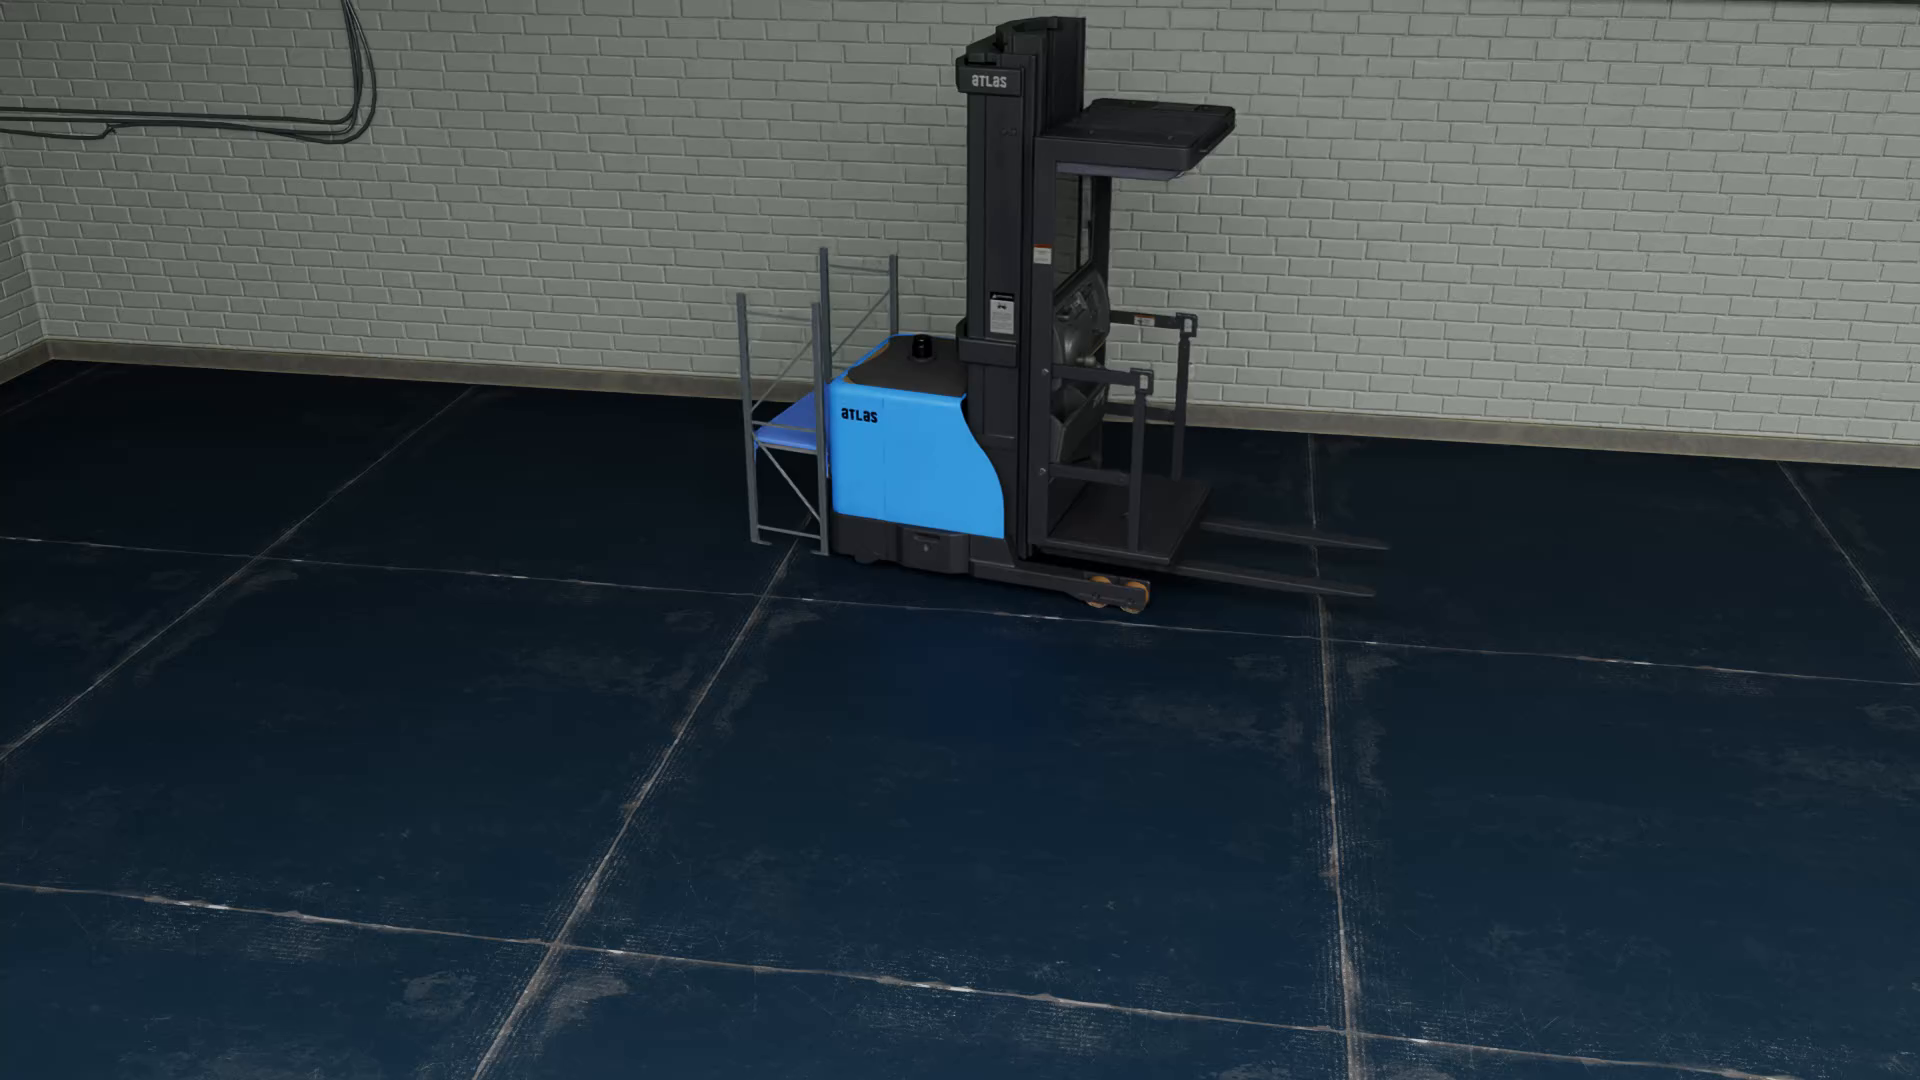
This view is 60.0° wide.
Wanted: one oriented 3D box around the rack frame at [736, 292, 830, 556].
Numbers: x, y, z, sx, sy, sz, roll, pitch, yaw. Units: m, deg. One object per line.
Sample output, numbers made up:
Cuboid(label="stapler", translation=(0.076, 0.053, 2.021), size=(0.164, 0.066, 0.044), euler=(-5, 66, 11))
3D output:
Cuboid(label="rack frame", translation=(-0.986, -0.633, 9.332), size=(0.500, 1.500, 0.032), euler=(10, 27, 20))

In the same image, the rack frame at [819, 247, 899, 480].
Cuboid(label="rack frame", translation=(-0.604, -1.032, 10.186), size=(0.500, 1.500, 0.032), euler=(10, 27, 20))

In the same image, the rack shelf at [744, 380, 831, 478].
Cuboid(label="rack shelf", translation=(-0.795, -0.669, 9.835), size=(0.538, 0.185, 1.000), euler=(10, 27, 20))

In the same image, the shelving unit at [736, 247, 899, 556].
Cuboid(label="shelving unit", translation=(-0.795, -0.832, 9.759), size=(0.538, 1.500, 1.048), euler=(10, 27, 20))

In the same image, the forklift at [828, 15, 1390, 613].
Cuboid(label="forklift", translation=(0.836, -1.189, 8.834), size=(3.031, 2.935, 1.130), euler=(9, 26, 18))

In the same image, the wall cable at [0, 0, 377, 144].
Cuboid(label="wall cable", translation=(-5.519, -3.940, 11.216), size=(3.097, 2.526, 0.112), euler=(4, 25, 9))
